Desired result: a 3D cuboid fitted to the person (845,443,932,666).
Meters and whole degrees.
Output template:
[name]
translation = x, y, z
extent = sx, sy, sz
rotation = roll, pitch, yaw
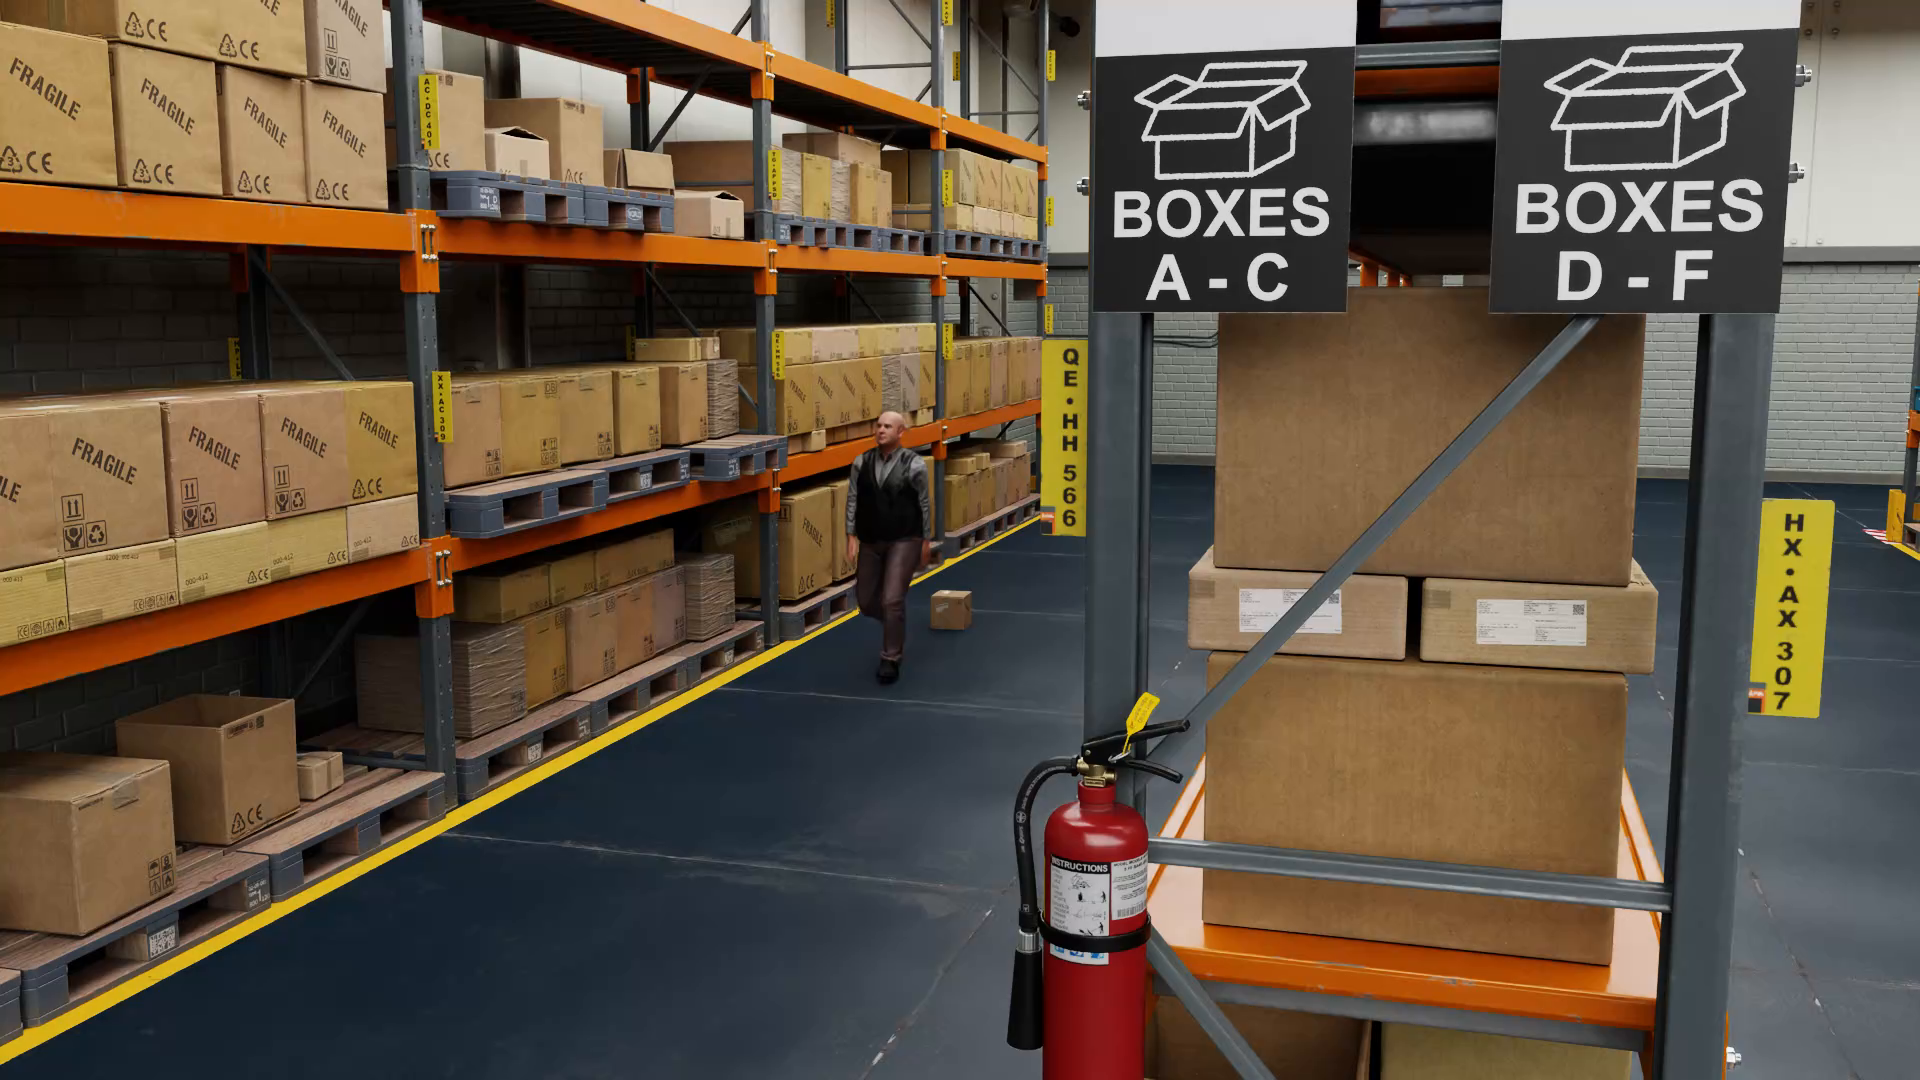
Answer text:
[person]
translation = -0.445, 0.074, 10.854
extent = 0.549, 1.442, 0.654
rotation = 3, 9, 18
